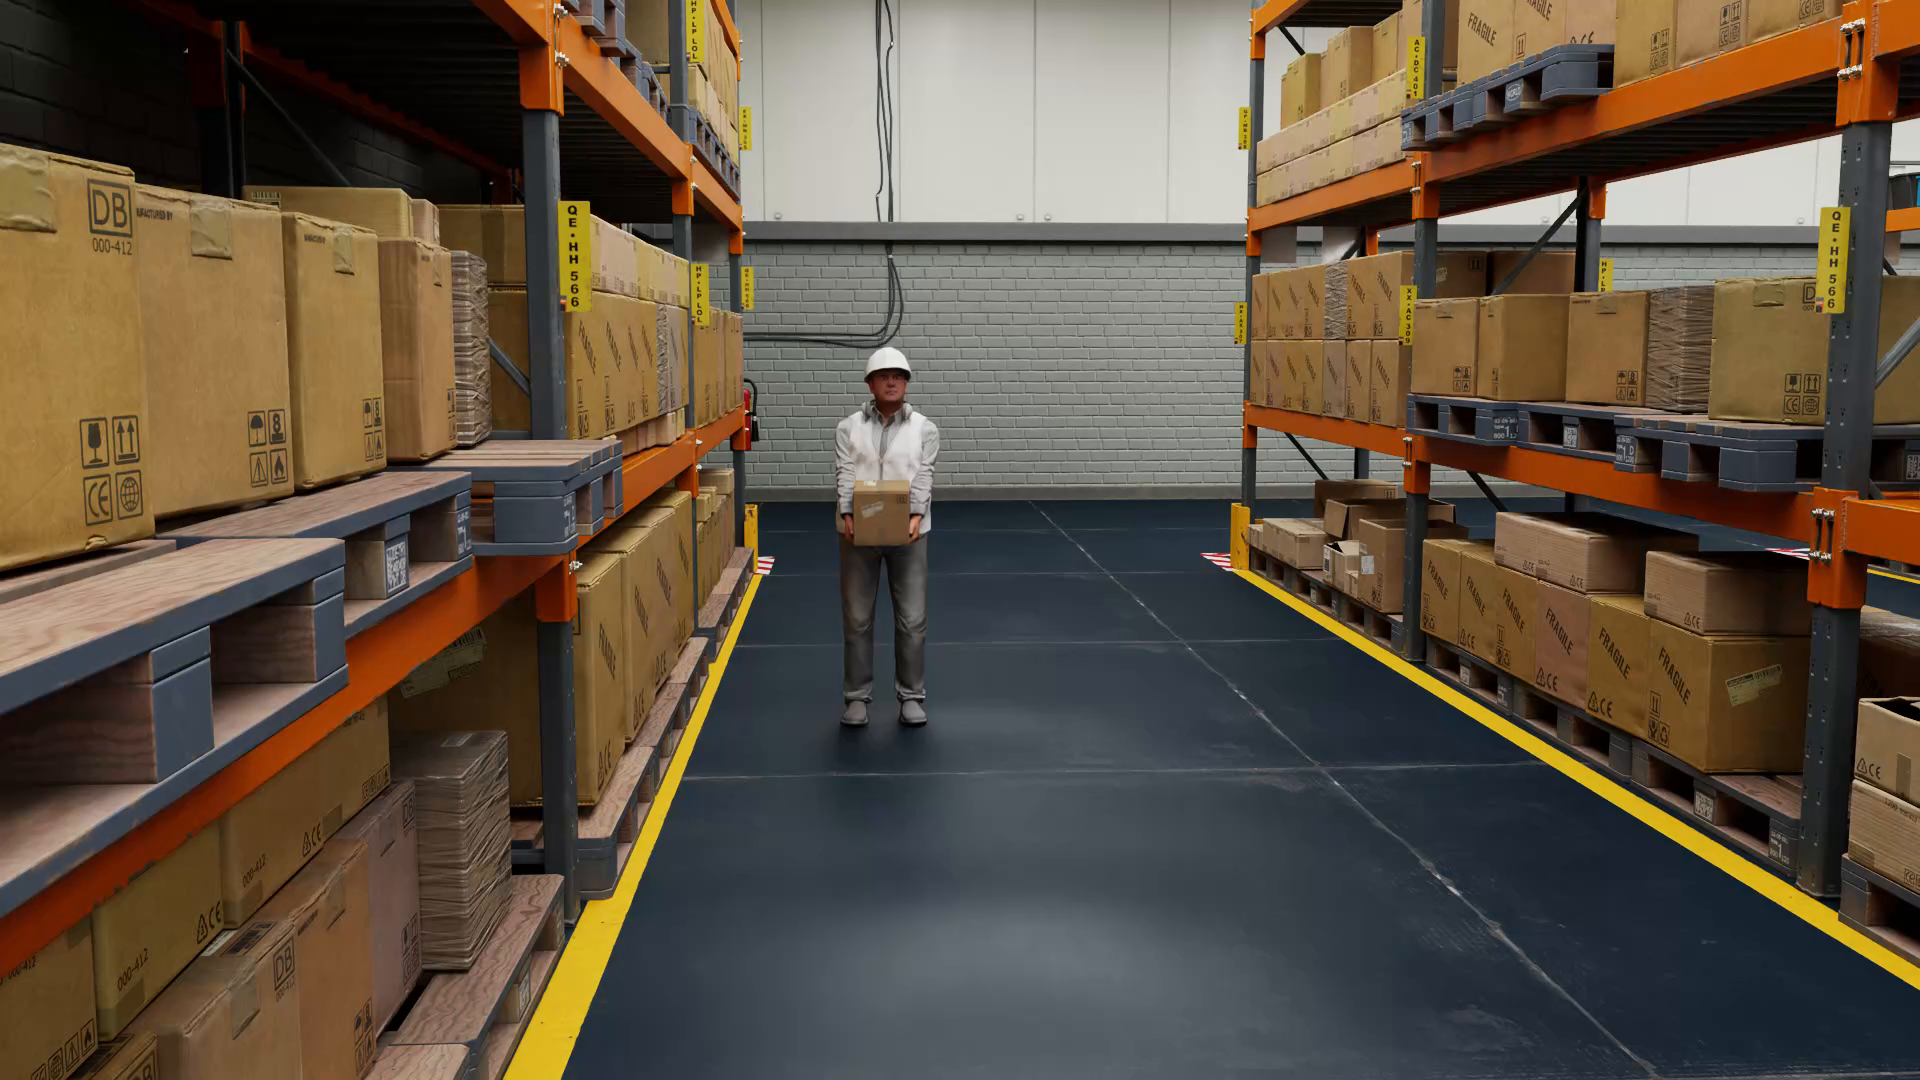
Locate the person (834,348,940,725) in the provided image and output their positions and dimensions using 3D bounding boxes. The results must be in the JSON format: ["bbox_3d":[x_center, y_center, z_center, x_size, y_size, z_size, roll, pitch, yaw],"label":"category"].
[{"bbox_3d":[-0.339,-0.009,7.745,0.494,1.762,0.560,0,7,-1],"label":"person"}]
